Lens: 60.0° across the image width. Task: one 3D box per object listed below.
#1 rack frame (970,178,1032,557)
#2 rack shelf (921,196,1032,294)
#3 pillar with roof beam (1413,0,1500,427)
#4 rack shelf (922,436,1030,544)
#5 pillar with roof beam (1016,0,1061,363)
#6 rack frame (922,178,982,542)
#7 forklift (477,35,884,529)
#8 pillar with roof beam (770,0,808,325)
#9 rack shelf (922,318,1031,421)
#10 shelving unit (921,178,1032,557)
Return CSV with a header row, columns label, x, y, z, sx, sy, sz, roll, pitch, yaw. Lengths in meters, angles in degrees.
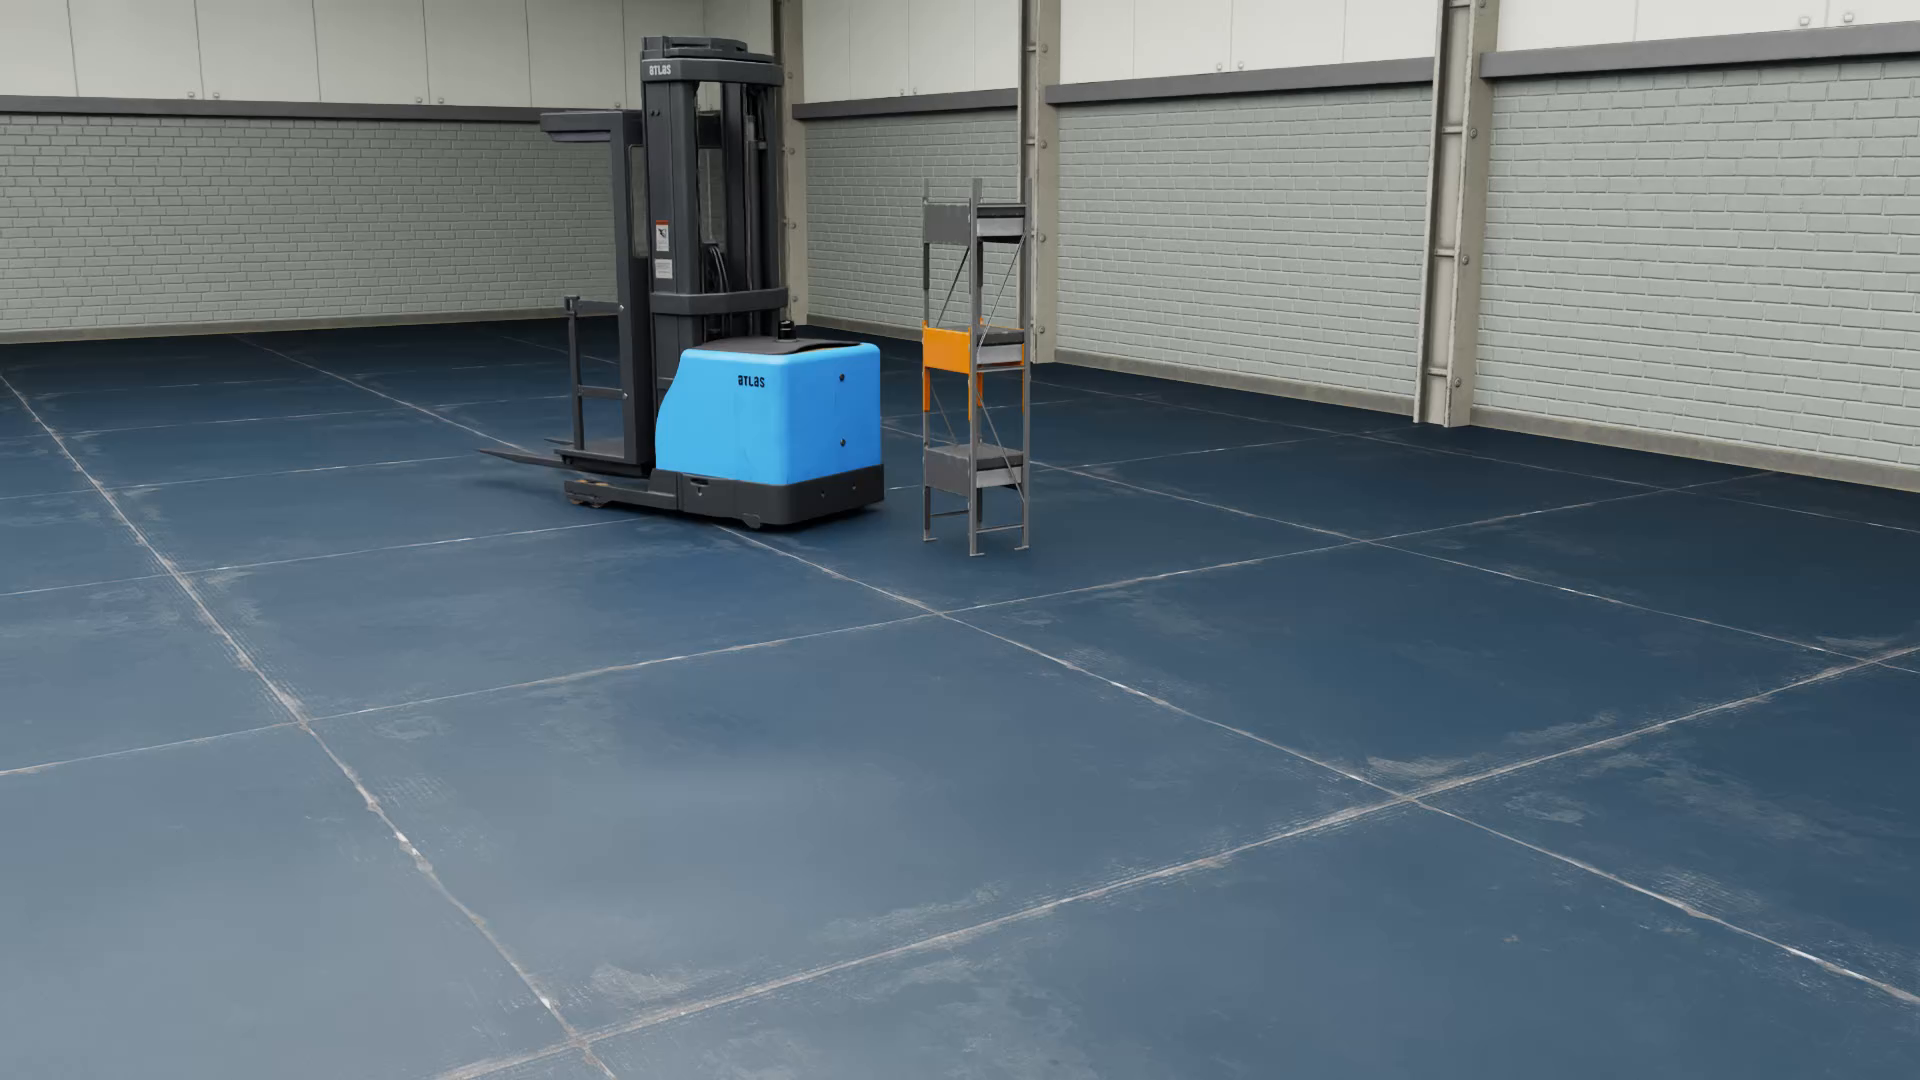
label,x,y,z,sx,sy,sz,roll,pitch,yaw
rack frame,0.227,-0.953,9.304,0.400,2.100,0.015,-8,15,-33
rack shelf,0.092,-1.667,9.356,0.431,0.518,0.480,-8,15,-33
pillar with roof beam,0.630,-4.907,11.237,9.100,9.000,0.400,-8,15,-33
rack shelf,0.092,-0.299,9.655,0.431,0.518,0.480,-8,15,-33
pillar with roof beam,-2.695,-5.974,16.117,9.100,9.000,0.400,-8,15,-33
rack frame,-0.043,-1.040,9.701,0.400,2.100,0.015,-8,15,-33
forklift,-1.984,-1.722,10.878,3.031,2.935,1.130,9,15,35
pillar with roof beam,-6.019,-7.041,20.996,9.100,9.000,0.400,-8,15,-33
rack shelf,0.092,-0.983,9.506,0.431,0.518,0.480,-8,15,-33
shelving unit,0.092,-0.996,9.503,0.431,2.100,0.503,-8,15,-33
